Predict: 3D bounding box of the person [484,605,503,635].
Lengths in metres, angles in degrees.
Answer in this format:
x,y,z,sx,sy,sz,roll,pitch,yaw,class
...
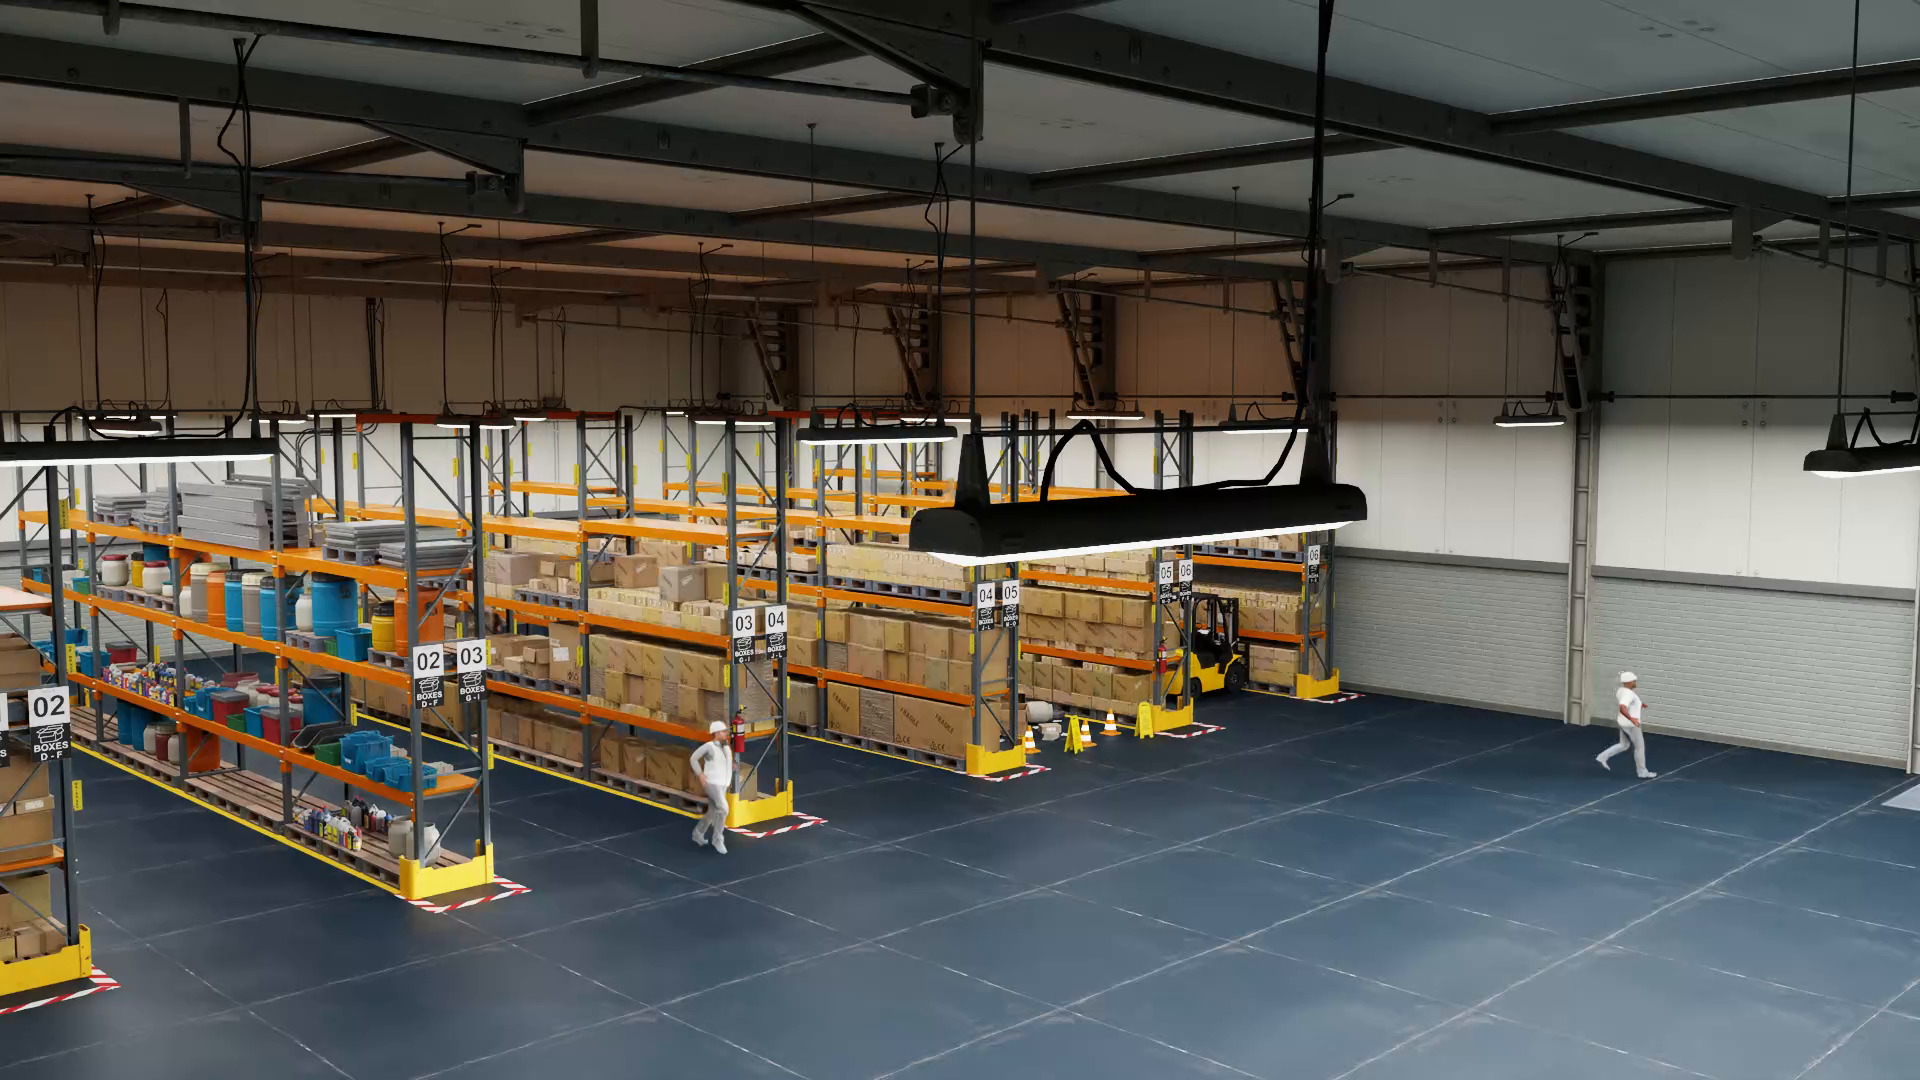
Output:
x,y,z,sx,sy,sz,roll,pitch,yaw,class
-10.459,2.258,36.804,0.677,1.827,0.911,-4,7,-41,person

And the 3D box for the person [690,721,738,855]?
x,y,z,sx,sy,sz,roll,pitch,yaw,class
-3.411,3.432,23.338,0.764,1.755,0.736,3,6,29,person

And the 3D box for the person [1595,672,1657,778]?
x,y,z,sx,sy,sz,roll,pitch,yaw,class
11.061,3.053,27.529,0.963,1.747,0.710,0,5,3,person

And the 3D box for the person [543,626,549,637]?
x,y,z,sx,sy,sz,roll,pitch,yaw,class
-9.937,1.998,40.842,0.671,1.657,0.681,2,5,21,person
